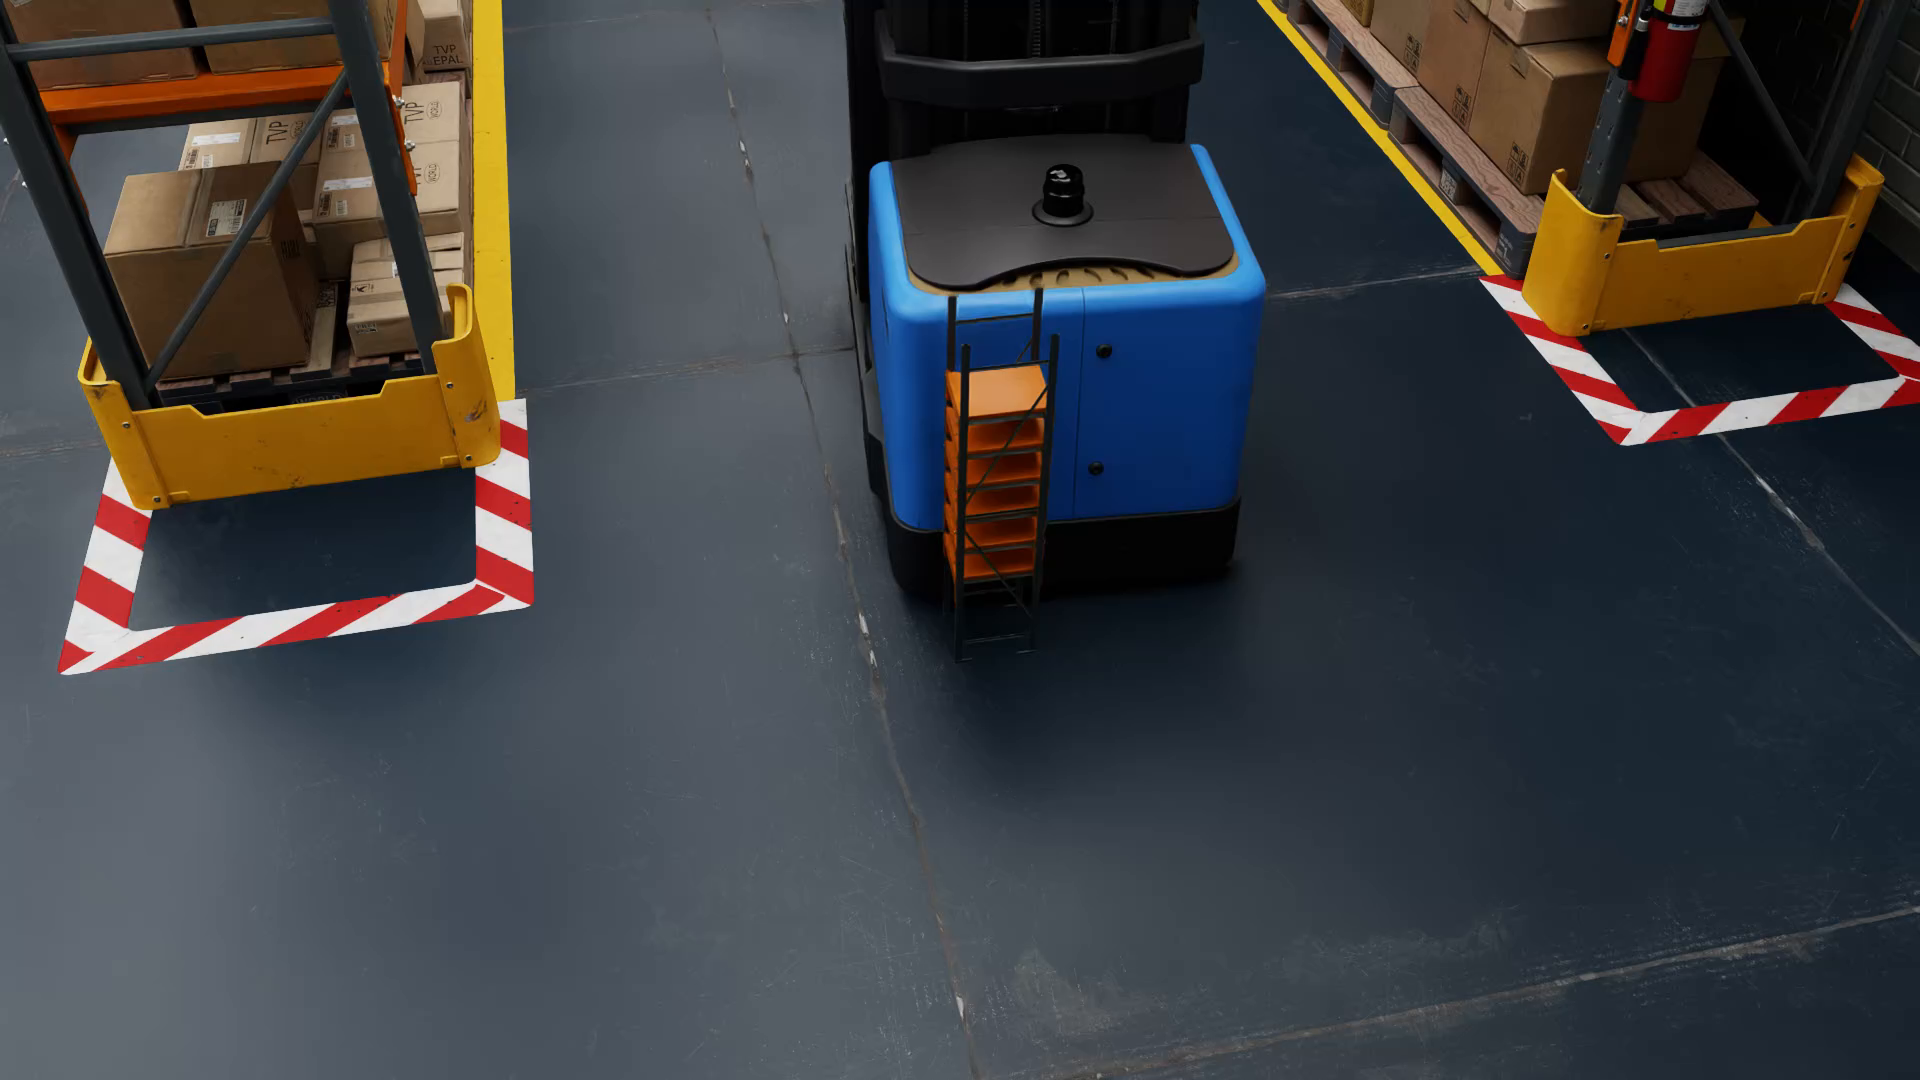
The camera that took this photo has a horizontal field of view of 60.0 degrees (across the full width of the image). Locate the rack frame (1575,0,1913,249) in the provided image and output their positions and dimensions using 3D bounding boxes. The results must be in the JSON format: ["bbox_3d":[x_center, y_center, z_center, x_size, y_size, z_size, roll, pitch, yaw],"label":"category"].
[{"bbox_3d":[2.715,-2.067,5.319,1.000,3.000,0.127,-8,42,-9],"label":"rack frame"}]

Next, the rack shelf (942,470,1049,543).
[{"bbox_3d":[0.094,-0.105,4.521,0.258,0.103,0.180,-7,47,-8],"label":"rack shelf"}]

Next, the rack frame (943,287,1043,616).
[{"bbox_3d":[0.078,-0.201,4.550,0.240,1.200,0.006,-7,47,-8],"label":"rack frame"}]

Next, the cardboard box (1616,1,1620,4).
[{"bbox_3d":[2.578,-2.247,6.600,0.380,0.149,0.250,-8,42,-9],"label":"cardboard box"}]

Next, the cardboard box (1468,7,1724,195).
[{"bbox_3d":[2.466,-1.729,6.504,0.700,0.500,0.500,-8,42,-9],"label":"cardboard box"}]

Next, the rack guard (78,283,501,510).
[{"bbox_3d":[-2.138,-0.469,5.402,1.175,0.500,0.348,-8,42,-9],"label":"rack guard"}]

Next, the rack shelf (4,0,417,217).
[{"bbox_3d":[-2.553,-2.382,6.216,1.077,0.370,4.000,-8,42,-9],"label":"rack shelf"}]

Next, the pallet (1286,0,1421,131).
[{"bbox_3d":[2.206,-2.320,7.705,1.003,0.211,1.213,-8,42,-9],"label":"pallet"}]

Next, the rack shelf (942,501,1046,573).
[{"bbox_3d":[0.092,-0.023,4.609,0.258,0.103,0.180,-7,47,-8],"label":"rack shelf"}]

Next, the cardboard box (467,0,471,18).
[{"bbox_3d":[-2.445,-2.483,7.604,0.380,0.149,0.250,-8,42,-9],"label":"cardboard box"}]

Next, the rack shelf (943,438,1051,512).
[{"bbox_3d":[0.096,-0.187,4.434,0.258,0.103,0.180,-7,47,-8],"label":"rack shelf"}]

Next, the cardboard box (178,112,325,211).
[{"bbox_3d":[-2.655,-1.428,6.339,0.500,0.250,0.500,-8,42,-9],"label":"cardboard box"}]

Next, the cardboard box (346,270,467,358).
[{"bbox_3d":[-1.876,-0.774,5.678,0.380,0.149,0.250,-8,42,-9],"label":"cardboard box"}]

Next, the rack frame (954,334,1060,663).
[{"bbox_3d":[0.112,-0.070,4.427,0.240,1.200,0.006,-7,47,-8],"label":"rack frame"}]

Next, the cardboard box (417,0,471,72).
[{"bbox_3d":[-2.423,-2.292,7.266,0.500,0.311,0.500,-8,42,-9],"label":"cardboard box"}]

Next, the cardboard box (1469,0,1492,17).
[{"bbox_3d":[2.204,-2.194,6.540,0.380,0.149,0.250,-7,42,-8],"label":"cardboard box"}]

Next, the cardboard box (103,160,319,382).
[{"bbox_3d":[-2.479,-0.902,5.558,0.500,0.500,0.500,-8,42,-9],"label":"cardboard box"}]

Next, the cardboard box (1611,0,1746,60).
[{"bbox_3d":[2.688,-1.919,6.230,0.380,0.149,0.250,-8,42,-9],"label":"cardboard box"}]

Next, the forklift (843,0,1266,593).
[{"bbox_3d":[0.160,-1.915,5.199,1.130,2.935,3.031,-4,42,-5],"label":"forklift"}]

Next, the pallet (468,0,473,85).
[{"bbox_3d":[-2.837,-2.459,7.862,1.003,0.211,1.213,-8,42,-9],"label":"pallet"}]

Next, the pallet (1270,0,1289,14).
[{"bbox_3d":[1.939,-3.113,8.598,1.003,0.211,1.213,-8,42,-9],"label":"pallet"}]

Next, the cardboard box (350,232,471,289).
[{"bbox_3d":[-1.930,-0.942,5.855,0.380,0.166,0.250,-8,42,-9],"label":"cardboard box"}]

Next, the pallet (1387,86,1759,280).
[{"bbox_3d":[2.466,-1.531,6.816,1.003,0.211,1.213,-8,42,-9],"label":"pallet"}]

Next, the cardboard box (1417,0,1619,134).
[{"bbox_3d":[2.358,-2.053,6.870,0.700,0.500,0.500,-8,42,-9],"label":"cardboard box"}]

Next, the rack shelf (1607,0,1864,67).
[{"bbox_3d":[2.283,-3.094,7.018,1.077,0.370,4.000,-8,42,-9],"label":"rack shelf"}]

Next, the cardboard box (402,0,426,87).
[{"bbox_3d":[-2.574,-1.961,6.749,0.797,0.503,0.637,-8,42,-9],"label":"cardboard box"}]

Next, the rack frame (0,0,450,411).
[{"bbox_3d":[-2.121,-1.355,4.517,1.000,3.000,0.127,-8,42,-9],"label":"rack frame"}]

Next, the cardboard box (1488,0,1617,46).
[{"bbox_3d":[2.260,-2.028,6.353,0.380,0.149,0.250,-9,42,-10],"label":"cardboard box"}]

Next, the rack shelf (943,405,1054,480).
[{"bbox_3d":[0.098,-0.270,4.347,0.258,0.103,0.180,-7,47,-8],"label":"rack shelf"}]

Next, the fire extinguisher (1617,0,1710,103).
[{"bbox_3d":[2.297,-1.735,5.284,0.296,0.674,0.183,-8,42,-9],"label":"fire extinguisher"}]

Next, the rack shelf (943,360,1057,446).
[{"bbox_3d":[0.100,-0.352,4.259,0.258,0.103,0.180,-7,47,-8],"label":"rack shelf"}]

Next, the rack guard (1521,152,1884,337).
[{"bbox_3d":[2.720,-1.117,6.131,1.175,0.500,0.348,-8,42,-9],"label":"rack guard"}]

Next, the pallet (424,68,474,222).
[{"bbox_3d":[-2.571,-1.667,6.969,1.003,0.211,1.213,-8,42,-9],"label":"pallet"}]

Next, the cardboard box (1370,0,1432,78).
[{"bbox_3d":[2.249,-2.379,7.237,0.700,0.500,0.500,-10,42,-11],"label":"cardboard box"}]

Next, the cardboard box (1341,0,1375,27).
[{"bbox_3d":[2.126,-2.723,7.625,0.700,0.500,0.500,-7,42,-8],"label":"cardboard box"}]

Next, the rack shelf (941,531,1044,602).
[{"bbox_3d":[0.090,0.060,4.696,0.258,0.103,0.180,-7,47,-8],"label":"rack shelf"}]

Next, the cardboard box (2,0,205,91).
[{"bbox_3d":[-2.484,-1.643,4.767,0.500,0.500,0.500,-7,42,-8],"label":"cardboard box"}]

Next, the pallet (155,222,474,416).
[{"bbox_3d":[-2.311,-0.878,6.080,1.003,0.211,1.213,-8,42,-9],"label":"pallet"}]

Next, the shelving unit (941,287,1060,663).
[{"bbox_3d":[0.095,-0.135,4.489,0.258,1.200,0.189,-7,47,-8],"label":"shelving unit"}]

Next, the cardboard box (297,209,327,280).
[{"bbox_3d":[-2.479,-1.052,5.979,0.380,0.166,0.250,-8,42,-9],"label":"cardboard box"}]

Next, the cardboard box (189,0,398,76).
[{"bbox_3d":[-1.960,-1.718,4.850,0.500,0.500,0.500,-8,42,-8],"label":"cardboard box"}]

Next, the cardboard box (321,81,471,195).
[{"bbox_3d":[-2.178,-1.532,6.456,0.500,0.250,0.500,-8,42,-9],"label":"cardboard box"}]

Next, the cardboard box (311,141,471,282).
[{"bbox_3d":[-2.070,-1.208,6.091,0.500,0.250,0.500,-8,42,-9],"label":"cardboard box"}]
